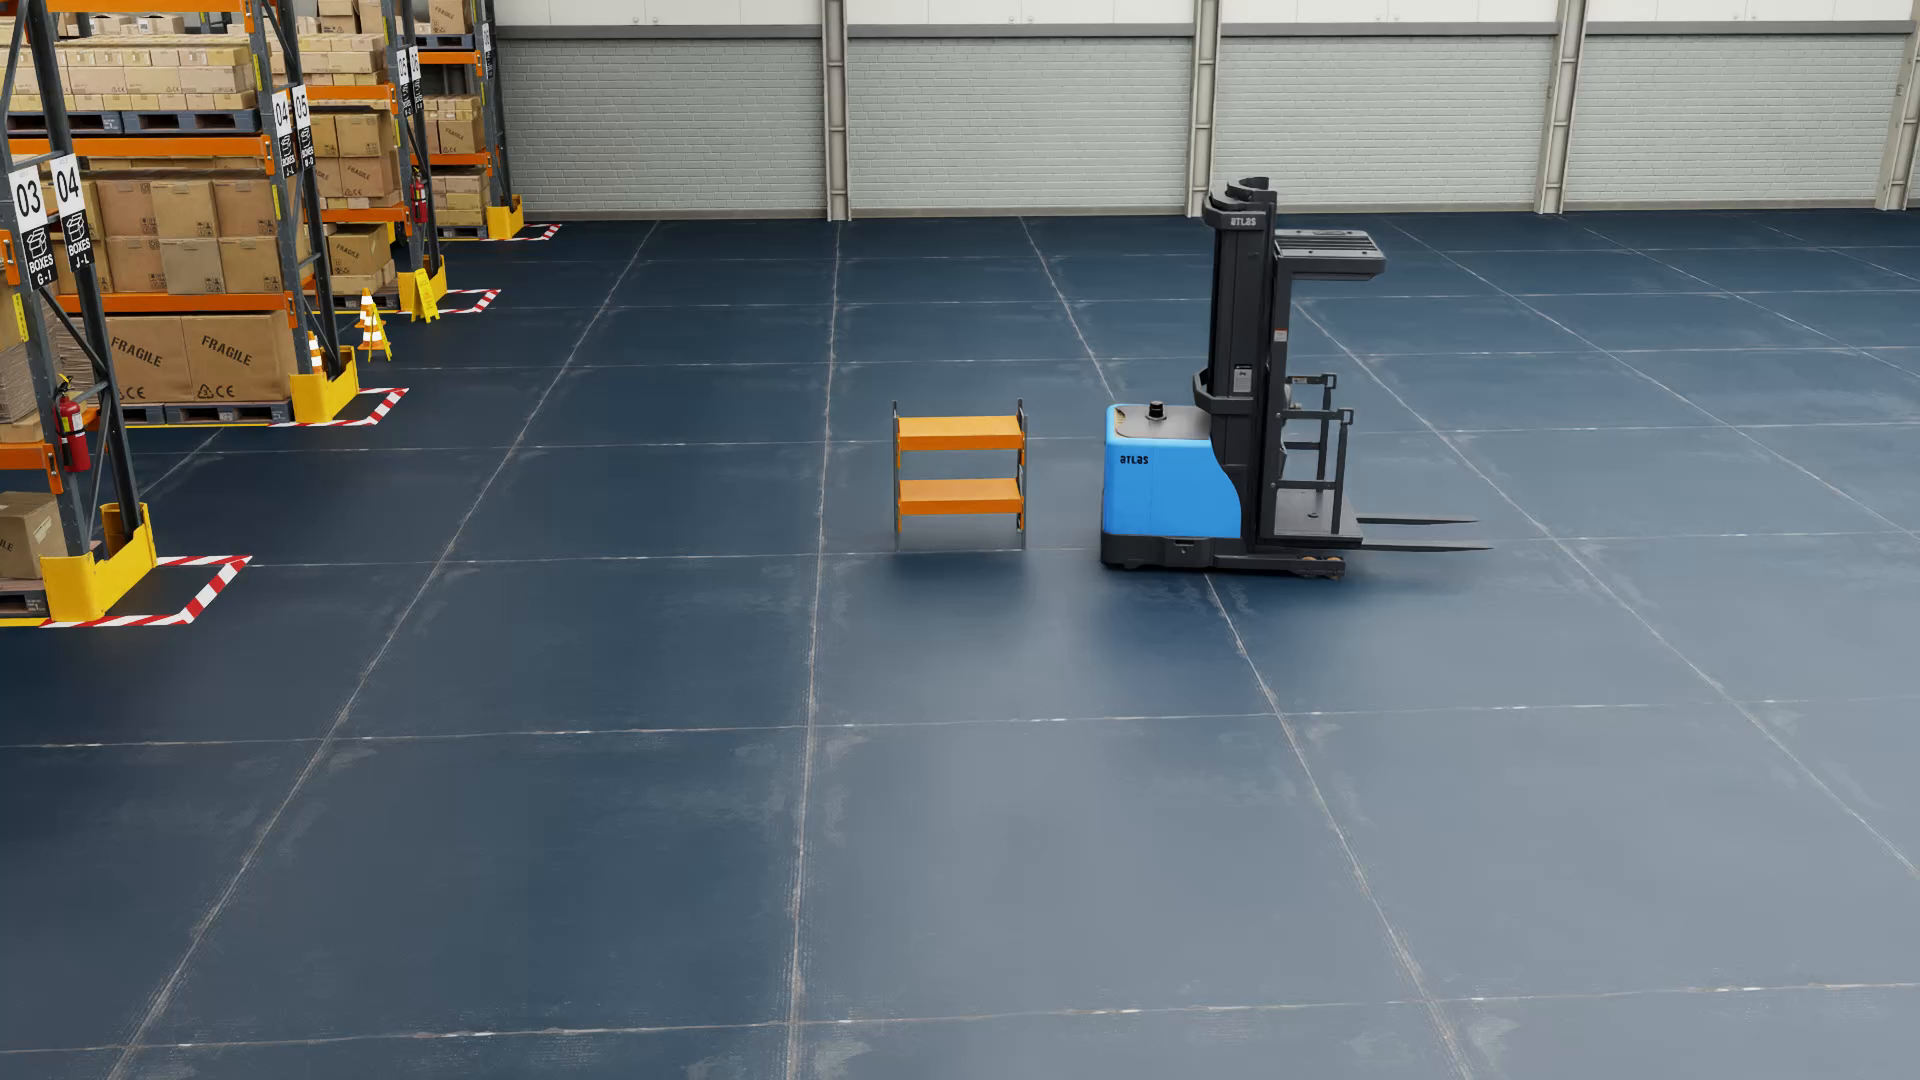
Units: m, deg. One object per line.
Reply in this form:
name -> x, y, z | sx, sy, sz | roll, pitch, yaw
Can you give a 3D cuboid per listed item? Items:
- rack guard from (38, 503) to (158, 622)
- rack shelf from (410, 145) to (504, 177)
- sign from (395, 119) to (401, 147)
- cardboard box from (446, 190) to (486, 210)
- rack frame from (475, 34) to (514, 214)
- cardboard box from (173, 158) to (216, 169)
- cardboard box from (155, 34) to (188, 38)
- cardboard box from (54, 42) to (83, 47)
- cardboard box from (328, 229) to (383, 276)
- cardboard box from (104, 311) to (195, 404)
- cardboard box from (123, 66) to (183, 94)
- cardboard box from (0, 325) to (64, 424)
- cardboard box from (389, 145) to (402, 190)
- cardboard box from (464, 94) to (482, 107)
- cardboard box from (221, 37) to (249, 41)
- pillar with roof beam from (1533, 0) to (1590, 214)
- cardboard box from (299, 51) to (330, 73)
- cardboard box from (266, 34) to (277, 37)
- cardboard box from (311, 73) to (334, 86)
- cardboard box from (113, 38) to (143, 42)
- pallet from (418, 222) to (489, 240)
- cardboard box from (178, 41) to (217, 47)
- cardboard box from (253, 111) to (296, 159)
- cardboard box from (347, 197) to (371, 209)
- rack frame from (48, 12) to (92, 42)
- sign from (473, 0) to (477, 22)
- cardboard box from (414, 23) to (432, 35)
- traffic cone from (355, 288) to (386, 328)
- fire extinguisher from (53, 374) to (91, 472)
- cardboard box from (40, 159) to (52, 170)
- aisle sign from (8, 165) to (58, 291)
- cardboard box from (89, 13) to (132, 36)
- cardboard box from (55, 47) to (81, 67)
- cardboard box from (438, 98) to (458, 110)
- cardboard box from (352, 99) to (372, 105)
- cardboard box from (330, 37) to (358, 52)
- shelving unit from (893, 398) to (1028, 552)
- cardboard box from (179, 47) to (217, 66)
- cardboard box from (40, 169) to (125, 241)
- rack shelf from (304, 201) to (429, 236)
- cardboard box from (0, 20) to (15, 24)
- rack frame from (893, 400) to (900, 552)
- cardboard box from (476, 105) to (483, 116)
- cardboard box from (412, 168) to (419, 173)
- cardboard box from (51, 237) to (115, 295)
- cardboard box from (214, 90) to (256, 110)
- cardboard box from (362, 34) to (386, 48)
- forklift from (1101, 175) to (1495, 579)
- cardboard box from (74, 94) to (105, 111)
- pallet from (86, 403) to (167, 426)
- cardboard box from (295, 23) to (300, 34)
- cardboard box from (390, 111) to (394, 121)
rack guard -> -6.467, 0.153, 12.517 | 0.348, 0.500, 1.175 | -1, 21, -3
rack shelf -> -9.241, -5.924, 25.975 | 4.000, 0.370, 1.077 | -1, 21, -3
sign -> -6.946, -5.029, 20.542 | 0.005, 0.325, 0.100 | -1, 21, -3
cardboard box -> -7.713, -5.324, 25.962 | 0.500, 0.250, 0.500 | -1, 21, -4
rack frame -> -7.244, -6.301, 25.954 | 0.127, 3.000, 1.000 | -1, 21, -3
cardboard box -> -9.494, -4.576, 20.865 | 0.500, 0.500, 0.500 | -1, 21, -4
cardboard box -> -9.875, -6.255, 20.851 | 0.250, 0.149, 0.380 | -1, 21, -1
cardboard box -> -8.704, -4.751, 16.171 | 0.250, 0.149, 0.380 | -1, 21, -2
cardboard box -> -7.742, -3.690, 21.318 | 0.500, 0.500, 0.500 | -1, 21, -3
cardboard box -> -8.125, -1.928, 16.866 | 0.875, 0.875, 0.875 | -1, 21, -4
cardboard box -> -7.546, -4.376, 15.744 | 0.500, 0.250, 0.500 | -1, 21, -3
cardboard box -> -6.942, -1.201, 12.002 | 0.500, 0.500, 0.875 | -1, 21, -3
cardboard box -> -7.446, -4.812, 21.486 | 0.500, 0.500, 0.500 | -1, 21, -4
cardboard box -> -7.592, -6.858, 25.949 | 0.250, 0.149, 0.380 | -2, 21, -4
cardboard box -> -8.807, -6.040, 20.285 | 0.250, 0.149, 0.380 | -1, 21, -2
pillar with roof beam -> 10.225, -8.247, 22.634 | 0.400, 9.000, 9.100 | -1, 21, -3
cardboard box -> -7.956, -5.897, 20.471 | 0.500, 0.250, 0.500 | -1, 21, -4
cardboard box -> -8.590, -6.272, 20.895 | 0.250, 0.149, 0.380 | -1, 21, -2
cardboard box -> -7.811, -5.705, 20.528 | 0.250, 0.149, 0.380 | -1, 21, -1
cardboard box -> -10.096, -6.021, 20.238 | 0.250, 0.149, 0.380 | -2, 21, -5
pallet -> -8.006, -4.967, 26.370 | 1.213, 0.211, 1.003 | -1, 21, -3
cardboard box -> -7.431, -4.777, 16.239 | 0.250, 0.149, 0.380 | -1, 21, -4
cardboard box -> -8.464, -5.048, 20.700 | 0.500, 0.500, 0.700 | -1, 21, -4
cardboard box -> -7.565, -4.292, 21.031 | 0.250, 0.149, 0.380 | -1, 21, -4
rack frame -> -10.951, -7.260, 20.042 | 0.127, 3.000, 1.000 | -1, 21, -3
sign -> -7.227, -7.886, 24.770 | 0.005, 0.325, 0.100 | -1, 21, -3
cardboard box -> -8.054, -7.703, 25.045 | 0.250, 0.149, 0.380 | -2, 21, -5
traffic cone -> -7.313, -2.885, 20.548 | 0.334, 0.463, 0.336 | -1, 21, -3
fire extinguisher -> -6.251, -0.819, 11.666 | 0.183, 0.674, 0.296 | -1, 21, -3
cardboard box -> -11.399, -4.747, 20.725 | 0.500, 0.500, 0.500 | -2, 21, -4
aisle sign -> -6.313, -2.127, 11.337 | 0.004, 0.787, 0.394 | -1, 21, -3
cardboard box -> -12.713, -7.706, 24.823 | 0.500, 0.311, 0.500 | -2, 21, -5
cardboard box -> -8.414, -4.523, 15.570 | 0.250, 0.149, 0.380 | -1, 21, -3
cardboard box -> -7.834, -6.691, 25.510 | 0.250, 0.149, 0.380 | -1, 21, -3
cardboard box -> -9.121, -6.674, 25.465 | 0.250, 0.149, 0.380 | -1, 21, -2
cardboard box -> -7.538, -6.091, 20.421 | 0.250, 0.149, 0.380 | -1, 21, -2
shelving unit -> -0.007, -0.526, 13.420 | 1.048, 1.125, 0.538 | -1, 21, -3
cardboard box -> -7.140, -4.549, 15.640 | 0.250, 0.149, 0.380 | -1, 21, -3
cardboard box -> -8.579, -3.298, 16.339 | 0.500, 0.550, 0.875 | -1, 21, -3
rack shelf -> -8.954, -4.161, 21.344 | 4.000, 0.370, 1.077 | -1, 21, -3
cardboard box -> -12.054, -6.335, 20.746 | 0.500, 0.250, 0.500 | -2, 21, -4
rack frame -> -0.514, -0.515, 13.393 | 0.032, 1.125, 0.500 | -1, 21, -3
cardboard box -> -7.598, -6.736, 26.045 | 0.250, 0.149, 0.380 | -2, 21, -4
cardboard box -> -8.734, -5.719, 26.295 | 0.500, 0.250, 0.500 | -1, 21, -3
cardboard box -> -8.583, -2.816, 16.592 | 0.500, 0.550, 0.875 | -1, 21, -3
cardboard box -> -6.886, -4.181, 15.794 | 0.250, 0.149, 0.380 | -1, 21, -3
cardboard box -> -7.324, -6.260, 20.863 | 0.250, 0.149, 0.380 | -1, 21, -3
forklift -> 2.647, -1.264, 12.822 | 3.031, 2.935, 1.130 | 2, 21, 4
cardboard box -> -8.155, -4.156, 15.727 | 0.250, 0.149, 0.380 | -1, 21, -3
pallet -> -8.583, -1.410, 17.028 | 1.213, 0.211, 1.003 | -1, 21, -3
cardboard box -> -10.005, -7.664, 24.941 | 0.250, 0.149, 0.380 | -1, 21, -1
cardboard box -> -8.603, -6.521, 25.482 | 0.250, 0.149, 0.380 | -2, 21, -5
